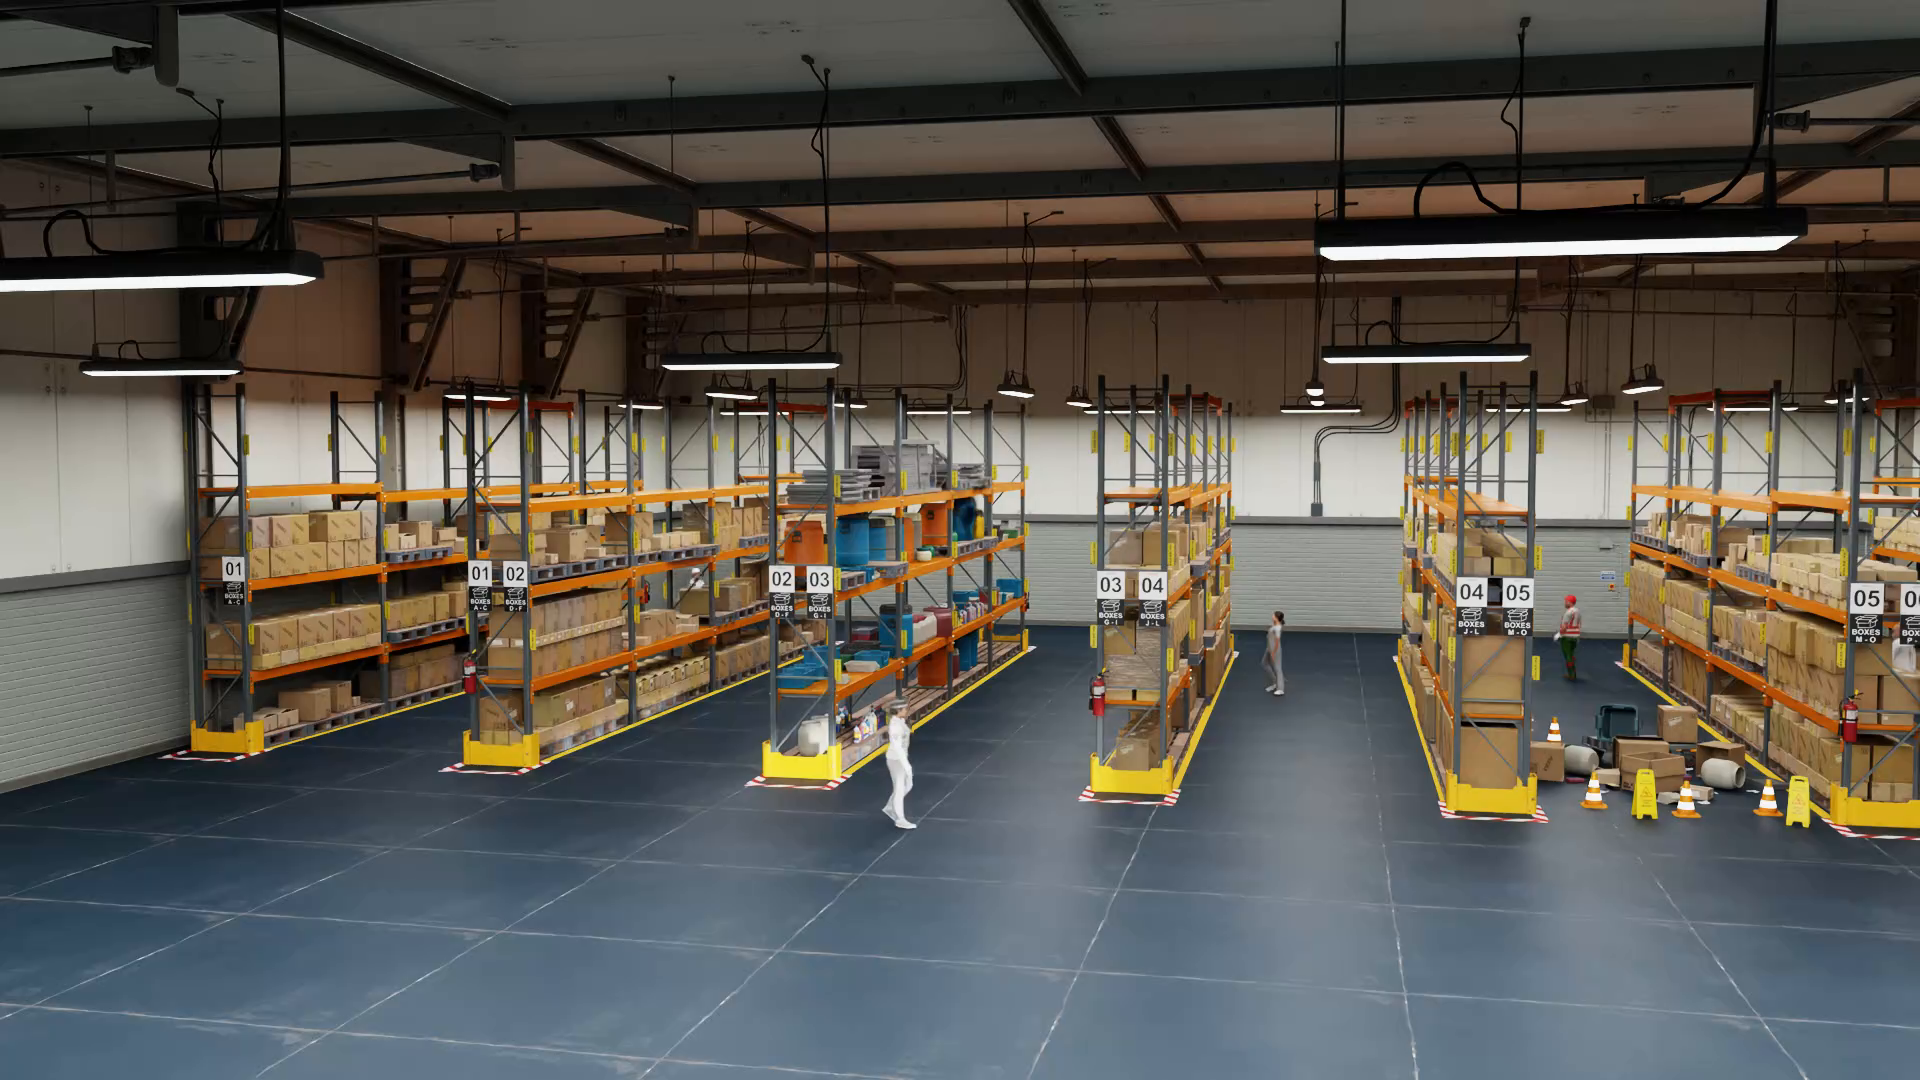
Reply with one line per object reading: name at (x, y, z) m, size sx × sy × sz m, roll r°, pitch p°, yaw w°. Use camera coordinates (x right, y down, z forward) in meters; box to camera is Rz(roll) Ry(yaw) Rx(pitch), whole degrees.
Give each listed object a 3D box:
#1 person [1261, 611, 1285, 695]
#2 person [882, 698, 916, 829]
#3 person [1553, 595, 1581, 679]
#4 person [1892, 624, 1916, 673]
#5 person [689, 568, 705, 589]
person at (6.326, 2.254, 33.430) m, size 0.368 × 1.670 × 0.621 m, roll -1°, pitch 3°, yaw -12°
person at (-0.813, 2.913, 21.837) m, size 0.450 × 1.672 × 0.608 m, roll 0°, pitch 3°, yaw 6°
person at (12.965, 2.075, 35.429) m, size 0.614 × 1.819 × 0.511 m, roll -1°, pitch 3°, yaw -13°
person at (16.772, 2.419, 29.704) m, size 0.637 × 1.813 × 0.580 m, roll 0°, pitch 3°, yaw 0°
person at (-6.838, 1.610, 43.652) m, size 0.473 × 1.767 × 0.553 m, roll 1°, pitch 3°, yaw 21°
